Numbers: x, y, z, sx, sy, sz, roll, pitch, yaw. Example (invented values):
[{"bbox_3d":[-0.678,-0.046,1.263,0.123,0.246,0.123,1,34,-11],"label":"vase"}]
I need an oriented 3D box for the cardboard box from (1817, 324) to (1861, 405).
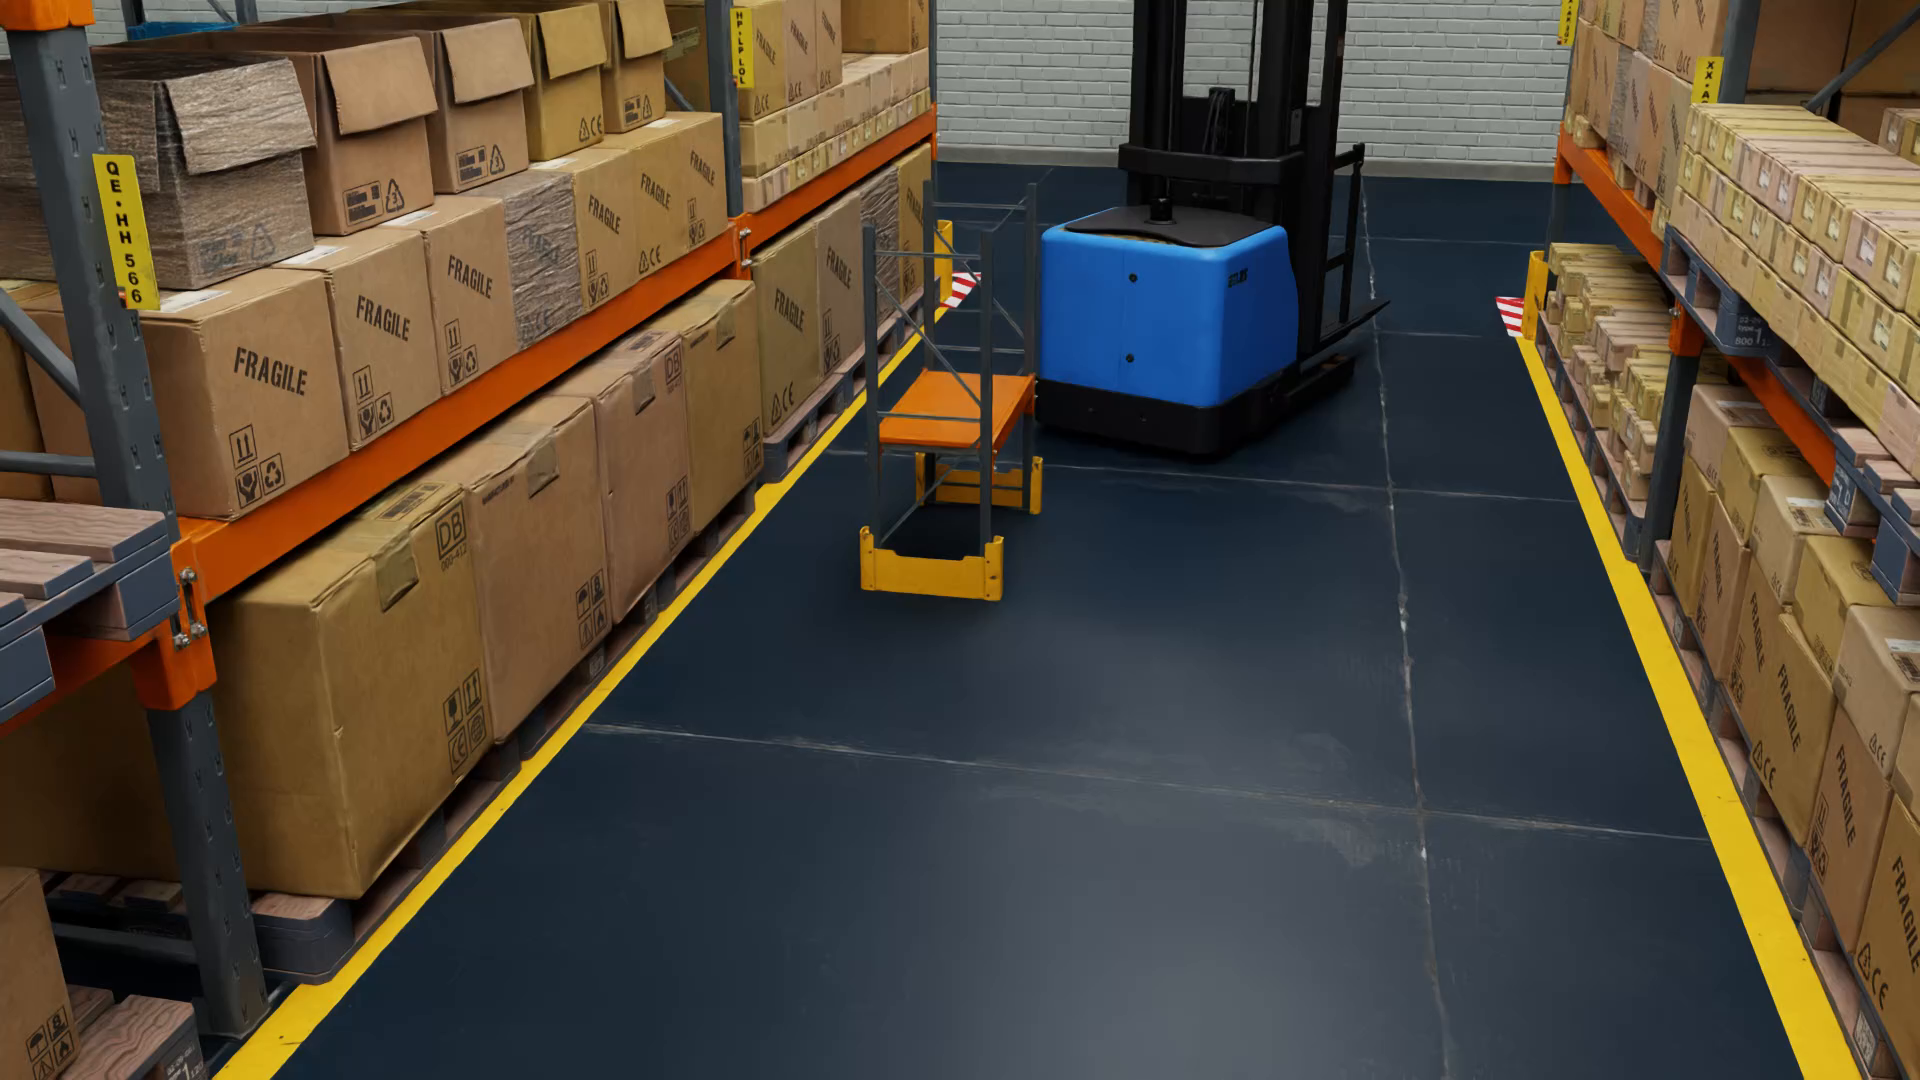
[{"bbox_3d":[2.412,-0.434,4.191,0.380,0.149,0.250,3,22,9],"label":"cardboard box"}]

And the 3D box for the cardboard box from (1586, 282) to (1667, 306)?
[{"bbox_3d":[3.591,-1.285,8.986,0.380,0.149,0.250,5,23,13],"label":"cardboard box"}]

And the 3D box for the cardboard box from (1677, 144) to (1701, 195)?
[{"bbox_3d":[2.835,-1.336,6.033,0.380,0.149,0.250,5,22,12],"label":"cardboard box"}]

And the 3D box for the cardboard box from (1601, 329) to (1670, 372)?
[{"bbox_3d":[3.334,-0.911,8.057,0.380,0.149,0.250,3,22,8],"label":"cardboard box"}]

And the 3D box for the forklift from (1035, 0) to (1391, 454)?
[{"bbox_3d":[1.624,-2.282,9.096,1.130,2.935,3.031,14,26,31],"label":"forklift"}]

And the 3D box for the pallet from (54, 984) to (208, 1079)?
[{"bbox_3d":[-2.447,1.398,3.600,1.003,0.211,1.213,4,22,11],"label":"pallet"}]

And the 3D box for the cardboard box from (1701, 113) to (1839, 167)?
[{"bbox_3d":[2.784,-1.372,5.723,0.380,0.149,0.250,5,22,12],"label":"cardboard box"}]

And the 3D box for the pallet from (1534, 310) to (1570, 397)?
[{"bbox_3d":[3.966,-1.076,9.744,1.003,0.211,1.213,4,22,11],"label":"pallet"}]

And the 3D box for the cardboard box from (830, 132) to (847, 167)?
[{"bbox_3d":[-0.820,-2.085,8.851,0.380,0.149,0.250,5,22,12],"label":"cardboard box"}]

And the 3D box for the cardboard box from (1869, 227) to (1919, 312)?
[{"bbox_3d":[2.358,-0.620,3.856,0.380,0.149,0.250,5,22,13],"label":"cardboard box"}]

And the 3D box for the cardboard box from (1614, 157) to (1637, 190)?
[{"bbox_3d":[3.443,-1.812,8.175,0.380,0.149,0.250,5,22,12],"label":"cardboard box"}]

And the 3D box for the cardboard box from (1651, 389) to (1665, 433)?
[{"bbox_3d":[3.183,-0.528,7.106,0.380,0.149,0.250,5,22,12],"label":"cardboard box"}]

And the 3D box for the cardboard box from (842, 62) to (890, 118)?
[{"bbox_3d":[-0.700,-2.607,9.613,0.500,0.250,0.500,4,22,9],"label":"cardboard box"}]

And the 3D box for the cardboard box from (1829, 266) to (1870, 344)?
[{"bbox_3d":[2.413,-0.574,4.141,0.380,0.149,0.250,4,22,11],"label":"cardboard box"}]

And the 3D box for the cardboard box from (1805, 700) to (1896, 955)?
[{"bbox_3d":[2.537,0.748,4.265,0.500,0.500,0.500,5,23,13],"label":"cardboard box"}]

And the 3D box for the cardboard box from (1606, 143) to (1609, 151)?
[{"bbox_3d":[3.757,-2.186,9.103,0.380,0.149,0.250,6,23,13],"label":"cardboard box"}]

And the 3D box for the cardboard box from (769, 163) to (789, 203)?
[{"bbox_3d":[-1.030,-1.707,7.912,0.380,0.149,0.250,4,22,9],"label":"cardboard box"}]

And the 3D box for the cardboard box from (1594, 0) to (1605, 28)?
[{"bbox_3d":[3.733,-3.011,8.945,0.500,0.500,0.500,5,22,12],"label":"cardboard box"}]

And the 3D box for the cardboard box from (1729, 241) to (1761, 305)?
[{"bbox_3d":[2.625,-0.821,5.150,0.380,0.149,0.250,3,22,9],"label":"cardboard box"}]

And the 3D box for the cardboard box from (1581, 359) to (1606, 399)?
[{"bbox_3d":[3.459,-0.831,8.655,0.380,0.149,0.250,4,22,11],"label":"cardboard box"}]

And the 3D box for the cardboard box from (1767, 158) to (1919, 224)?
[{"bbox_3d":[2.572,-1.002,4.803,0.380,0.149,0.250,5,23,13],"label":"cardboard box"}]

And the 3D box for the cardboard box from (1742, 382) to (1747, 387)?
[{"bbox_3d":[3.756,-0.680,7.485,0.380,0.149,0.250,4,22,10],"label":"cardboard box"}]

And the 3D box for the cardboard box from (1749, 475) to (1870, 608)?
[{"bbox_3d":[2.741,0.019,5.072,0.500,0.250,0.500,5,23,13],"label":"cardboard box"}]

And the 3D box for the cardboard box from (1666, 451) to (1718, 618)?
[{"bbox_3d":[2.955,-0.015,6.158,0.500,0.500,0.500,5,23,13],"label":"cardboard box"}]

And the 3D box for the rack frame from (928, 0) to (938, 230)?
[{"bbox_3d":[-0.653,-3.107,11.054,1.000,3.000,0.127,4,22,11],"label":"rack frame"}]

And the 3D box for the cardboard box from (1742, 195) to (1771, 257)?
[{"bbox_3d":[2.626,-0.953,5.081,0.380,0.149,0.250,5,23,13],"label":"cardboard box"}]

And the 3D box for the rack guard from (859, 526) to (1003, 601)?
[{"bbox_3d":[-0.117,0.094,6.785,0.587,0.250,0.087,4,22,11],"label":"rack guard"}]

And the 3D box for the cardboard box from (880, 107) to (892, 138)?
[{"bbox_3d":[-0.611,-2.462,9.787,0.380,0.149,0.250,4,22,10],"label":"cardboard box"}]

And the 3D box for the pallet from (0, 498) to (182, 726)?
[{"bbox_3d":[-2.327,0.176,3.157,1.213,0.211,1.003,4,22,11],"label":"pallet"}]

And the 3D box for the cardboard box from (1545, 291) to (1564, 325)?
[{"bbox_3d":[3.761,-1.397,10.062,0.380,0.149,0.250,5,22,12],"label":"cardboard box"}]

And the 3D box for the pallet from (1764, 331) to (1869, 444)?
[{"bbox_3d":[2.913,-0.404,4.599,1.003,0.211,1.213,4,22,11],"label":"pallet"}]

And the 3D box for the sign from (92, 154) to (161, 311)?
[{"bbox_3d":[-1.753,-0.644,3.493,0.100,0.325,0.005,4,22,11],"label":"sign"}]

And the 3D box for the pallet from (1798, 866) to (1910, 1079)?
[{"bbox_3d":[2.710,1.241,3.989,1.003,0.211,1.213,4,22,11],"label":"pallet"}]

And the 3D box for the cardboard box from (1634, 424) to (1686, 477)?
[{"bbox_3d":[3.118,-0.379,7.135,0.380,0.149,0.250,5,22,12],"label":"cardboard box"}]

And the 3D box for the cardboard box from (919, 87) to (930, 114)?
[{"bbox_3d":[-0.404,-2.835,10.715,0.380,0.149,0.250,5,22,12],"label":"cardboard box"}]

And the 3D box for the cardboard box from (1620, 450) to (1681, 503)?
[{"bbox_3d":[3.112,-0.271,7.265,0.380,0.149,0.250,5,22,12],"label":"cardboard box"}]

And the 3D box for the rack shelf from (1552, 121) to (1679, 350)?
[{"bbox_3d":[3.773,-1.627,8.341,1.077,0.370,4.000,4,22,11],"label":"rack shelf"}]

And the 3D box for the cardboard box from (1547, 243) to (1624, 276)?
[{"bbox_3d":[3.742,-1.675,9.954,0.380,0.149,0.250,3,22,8],"label":"cardboard box"}]

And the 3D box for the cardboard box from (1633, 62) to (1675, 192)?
[{"bbox_3d":[3.295,-1.802,7.280,0.500,0.500,0.500,4,22,9],"label":"cardboard box"}]

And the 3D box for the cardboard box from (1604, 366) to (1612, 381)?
[{"bbox_3d":[3.453,-0.854,8.314,0.380,0.149,0.250,3,22,8],"label":"cardboard box"}]

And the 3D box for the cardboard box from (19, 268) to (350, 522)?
[{"bbox_3d":[-1.920,-0.385,4.160,0.500,0.500,0.500,5,22,12],"label":"cardboard box"}]

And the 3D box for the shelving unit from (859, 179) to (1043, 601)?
[{"bbox_3d":[-0.016,-0.668,7.004,0.587,1.500,1.083,4,22,11],"label":"shelving unit"}]

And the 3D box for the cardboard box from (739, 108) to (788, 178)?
[{"bbox_3d":[-1.117,-1.865,7.771,0.500,0.250,0.500,4,22,10],"label":"cardboard box"}]

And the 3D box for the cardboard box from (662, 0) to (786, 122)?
[{"bbox_3d":[-1.122,-2.216,7.640,0.500,0.500,0.500,4,22,11],"label":"cardboard box"}]

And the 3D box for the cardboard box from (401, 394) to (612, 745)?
[{"bbox_3d":[-1.935,0.033,5.538,1.225,0.875,0.875,5,22,11],"label":"cardboard box"}]

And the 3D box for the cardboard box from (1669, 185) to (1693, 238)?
[{"bbox_3d":[2.835,-1.199,6.088,0.380,0.149,0.250,3,22,8],"label":"cardboard box"}]

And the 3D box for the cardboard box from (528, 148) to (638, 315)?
[{"bbox_3d":[-1.505,-1.127,6.002,0.500,0.500,0.500,4,22,10],"label":"cardboard box"}]

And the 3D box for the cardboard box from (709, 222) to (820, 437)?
[{"bbox_3d":[-1.257,-1.089,8.324,0.875,0.875,0.875,4,22,11],"label":"cardboard box"}]

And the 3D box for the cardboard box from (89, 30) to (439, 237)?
[{"bbox_3d":[-1.985,-1.197,4.835,0.797,0.503,0.637,5,22,12],"label":"cardboard box"}]

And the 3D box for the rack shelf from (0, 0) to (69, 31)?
[{"bbox_3d":[-2.694,-0.508,1.547,1.077,0.370,4.000,4,22,11],"label":"rack shelf"}]

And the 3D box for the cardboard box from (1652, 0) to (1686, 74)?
[{"bbox_3d":[3.297,-2.259,7.078,0.500,0.500,0.500,4,22,9],"label":"cardboard box"}]

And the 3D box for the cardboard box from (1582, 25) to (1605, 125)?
[{"bbox_3d":[3.735,-2.536,9.102,0.500,0.500,0.500,5,22,11],"label":"cardboard box"}]
